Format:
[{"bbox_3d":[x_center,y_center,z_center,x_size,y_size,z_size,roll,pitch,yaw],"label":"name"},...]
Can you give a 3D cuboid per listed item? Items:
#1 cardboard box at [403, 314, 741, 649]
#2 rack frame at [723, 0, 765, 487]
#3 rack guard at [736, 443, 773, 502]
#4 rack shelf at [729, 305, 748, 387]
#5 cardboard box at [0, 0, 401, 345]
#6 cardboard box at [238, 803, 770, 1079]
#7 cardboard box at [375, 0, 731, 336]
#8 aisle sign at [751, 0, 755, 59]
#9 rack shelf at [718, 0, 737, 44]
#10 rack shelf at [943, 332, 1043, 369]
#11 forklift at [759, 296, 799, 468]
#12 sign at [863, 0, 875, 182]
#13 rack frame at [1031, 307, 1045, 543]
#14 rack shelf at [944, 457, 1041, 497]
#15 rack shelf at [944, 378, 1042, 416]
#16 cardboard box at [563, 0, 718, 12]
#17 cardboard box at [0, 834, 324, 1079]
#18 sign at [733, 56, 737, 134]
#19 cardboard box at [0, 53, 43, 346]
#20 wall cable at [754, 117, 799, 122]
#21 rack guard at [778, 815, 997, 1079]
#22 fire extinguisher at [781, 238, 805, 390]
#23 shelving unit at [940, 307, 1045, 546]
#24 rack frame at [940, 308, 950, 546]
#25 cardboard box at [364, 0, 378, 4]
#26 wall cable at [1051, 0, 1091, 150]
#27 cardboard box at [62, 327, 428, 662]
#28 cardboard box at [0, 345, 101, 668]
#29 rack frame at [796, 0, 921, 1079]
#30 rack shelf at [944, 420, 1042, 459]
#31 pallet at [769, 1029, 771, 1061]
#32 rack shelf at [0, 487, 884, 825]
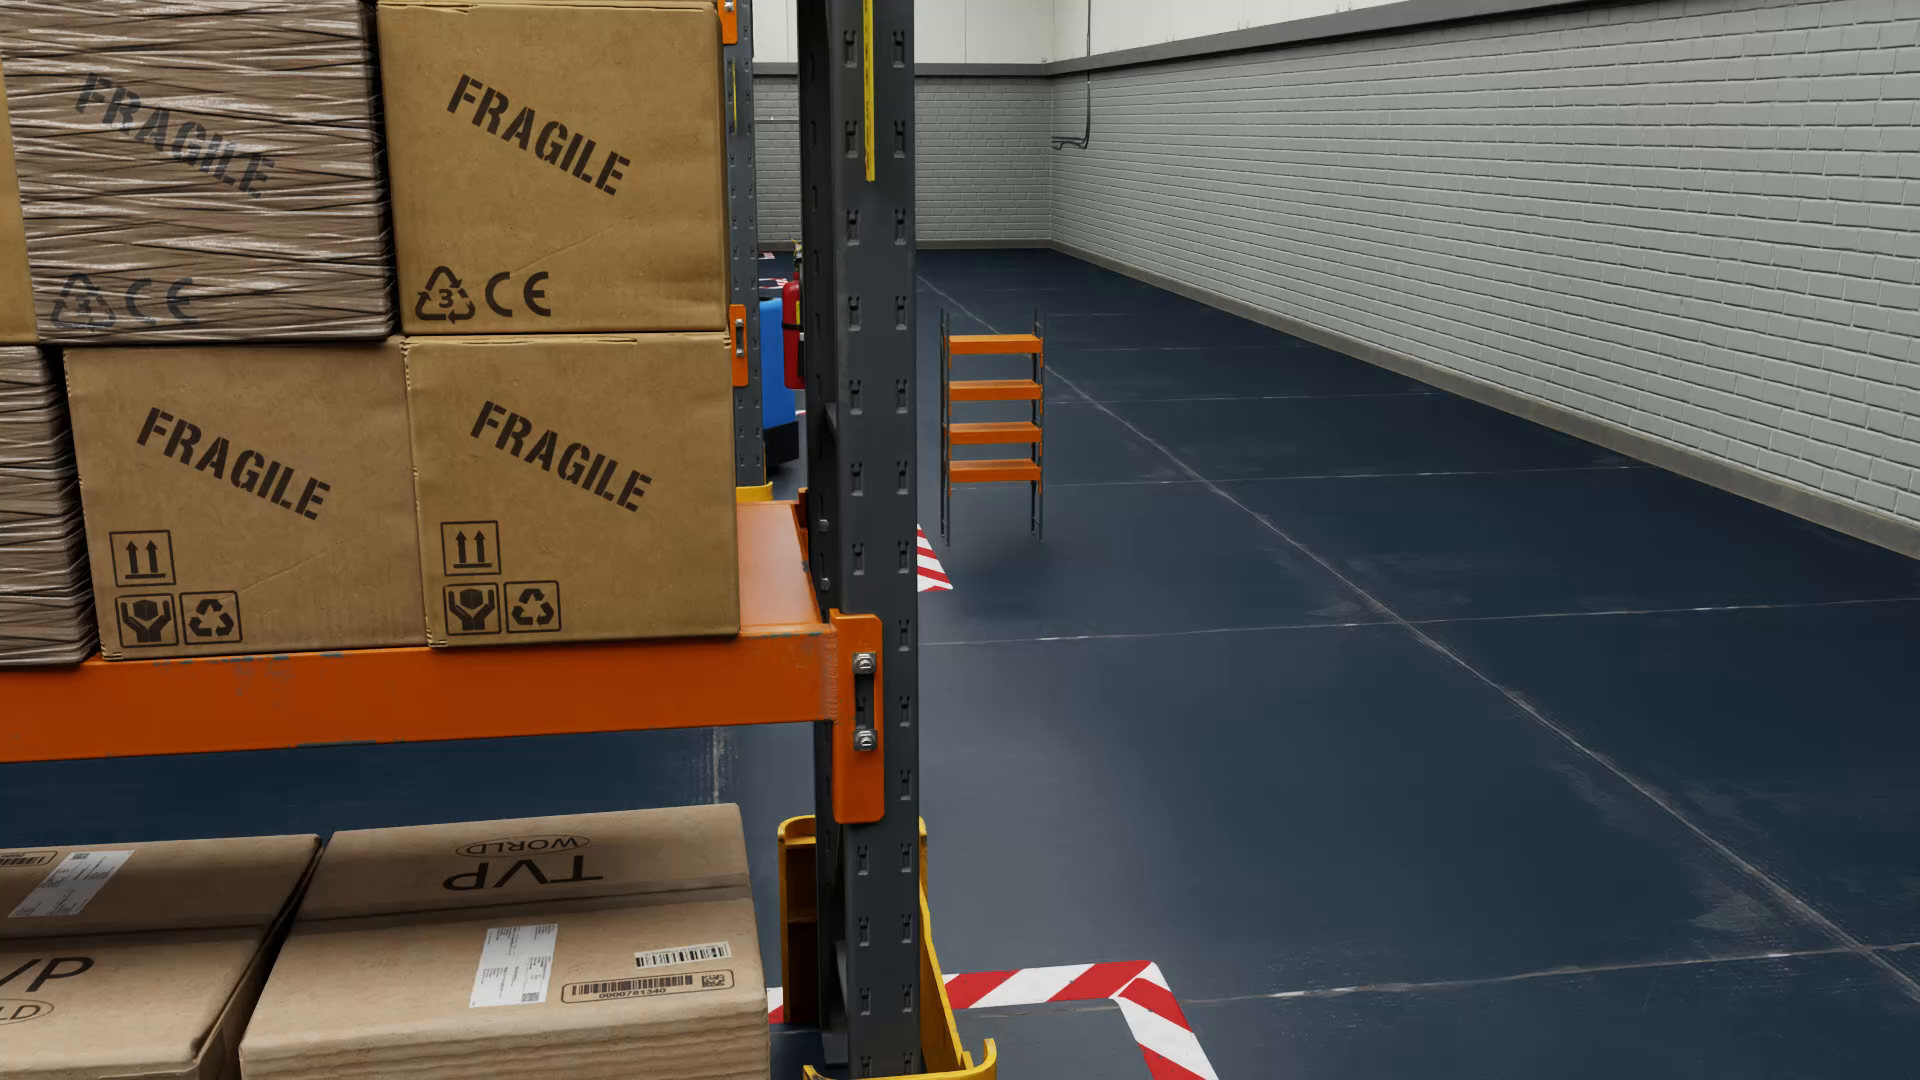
[{"bbox_3d":[-0.644,-0.134,2.885,0.500,0.500,0.500,-2,14,-8],"label":"cardboard box"},{"bbox_3d":[-1.044,-1.354,7.953,0.127,3.000,1.000,-2,14,-8],"label":"rack frame"},{"bbox_3d":[-1.119,-0.139,8.247,0.348,0.500,1.175,-2,14,-8],"label":"rack guard"},{"bbox_3d":[-3.021,-0.932,7.752,4.000,0.370,1.077,-2,14,-8],"label":"rack shelf"},{"bbox_3d":[-1.160,-0.599,2.685,0.500,0.500,0.500,-2,14,-8],"label":"cardboard box"},{"bbox_3d":[-0.844,0.920,3.290,0.875,0.438,0.875,-3,14,-10],"label":"cardboard box"},{"bbox_3d":[-0.648,-0.625,2.788,0.500,0.500,0.500,-2,14,-6],"label":"cardboard box"},{"bbox_3d":[-0.927,-2.545,7.360,0.004,0.787,0.394,-2,14,-8],"label":"aisle sign"},{"bbox_3d":[-3.021,-2.387,7.387,4.000,0.370,1.077,-2,14,-8],"label":"rack shelf"},{"bbox_3d":[0.164,-0.969,8.504,0.480,0.148,0.258,-2,14,-8],"label":"rack shelf"},{"bbox_3d":[-2.556,-1.948,10.462,3.031,2.935,1.130,8,16,28],"label":"forklift"},{"bbox_3d":[-0.139,-0.712,2.528,0.005,0.325,0.100,-2,14,-8],"label":"sign"},{"bbox_3d":[0.405,-0.597,8.635,0.015,1.200,0.240,-2,14,-8],"label":"rack frame"},{"bbox_3d":[0.164,-0.330,8.664,0.480,0.148,0.258,-2,14,-8],"label":"rack shelf"},{"bbox_3d":[0.164,-0.740,8.562,0.480,0.148,0.258,-2,14,-8],"label":"rack shelf"},{"bbox_3d":[-0.531,-0.954,2.764,0.250,0.149,0.380,-2,14,-8],"label":"cardboard box"},{"bbox_3d":[-1.748,0.956,3.149,0.875,0.438,0.875,-2,14,-7],"label":"cardboard box"},{"bbox_3d":[-0.981,-1.934,7.239,0.005,0.325,0.100,-2,14,-8],"label":"sign"},{"bbox_3d":[-1.650,-0.582,2.616,0.500,0.500,0.500,-2,14,-9],"label":"cardboard box"},{"bbox_3d":[-2.771,-6.892,27.947,1.851,1.984,0.084,-2,14,-8],"label":"wall cable"},{"bbox_3d":[-0.183,1.045,3.528,0.348,0.500,1.175,-2,14,-8],"label":"rack guard"},{"bbox_3d":[-0.726,-1.033,7.602,0.183,0.674,0.296,-2,14,-8],"label":"fire extinguisher"},{"bbox_3d":[0.164,-0.588,8.600,0.503,1.200,0.258,-2,14,-8],"label":"shelving unit"},{"bbox_3d":[-0.078,-0.579,8.565,0.015,1.200,0.240,-2,14,-8],"label":"rack frame"},{"bbox_3d":[-1.021,-0.909,2.586,0.250,0.149,0.380,-2,14,-9],"label":"cardboard box"},{"bbox_3d":[1.750,-7.648,27.101,0.112,2.526,3.097,-2,14,-8],"label":"wall cable"},{"bbox_3d":[-1.142,-0.120,2.826,0.500,0.500,0.500,-2,14,-9],"label":"cardboard box"},{"bbox_3d":[-1.650,-0.099,2.743,0.500,0.500,0.500,-2,14,-7],"label":"cardboard box"},{"bbox_3d":[-0.206,-0.167,3.220,0.127,3.000,1.000,-2,14,-8],"label":"rack frame"},{"bbox_3d":[0.164,-0.523,8.616,0.480,0.148,0.258,-2,14,-8],"label":"rack shelf"},{"bbox_3d":[-0.985,1.234,3.369,1.213,0.211,1.003,-2,14,-8],"label":"pallet"},{"bbox_3d":[-2.184,0.255,3.019,4.000,0.370,1.077,-2,14,-8],"label":"rack shelf"}]
